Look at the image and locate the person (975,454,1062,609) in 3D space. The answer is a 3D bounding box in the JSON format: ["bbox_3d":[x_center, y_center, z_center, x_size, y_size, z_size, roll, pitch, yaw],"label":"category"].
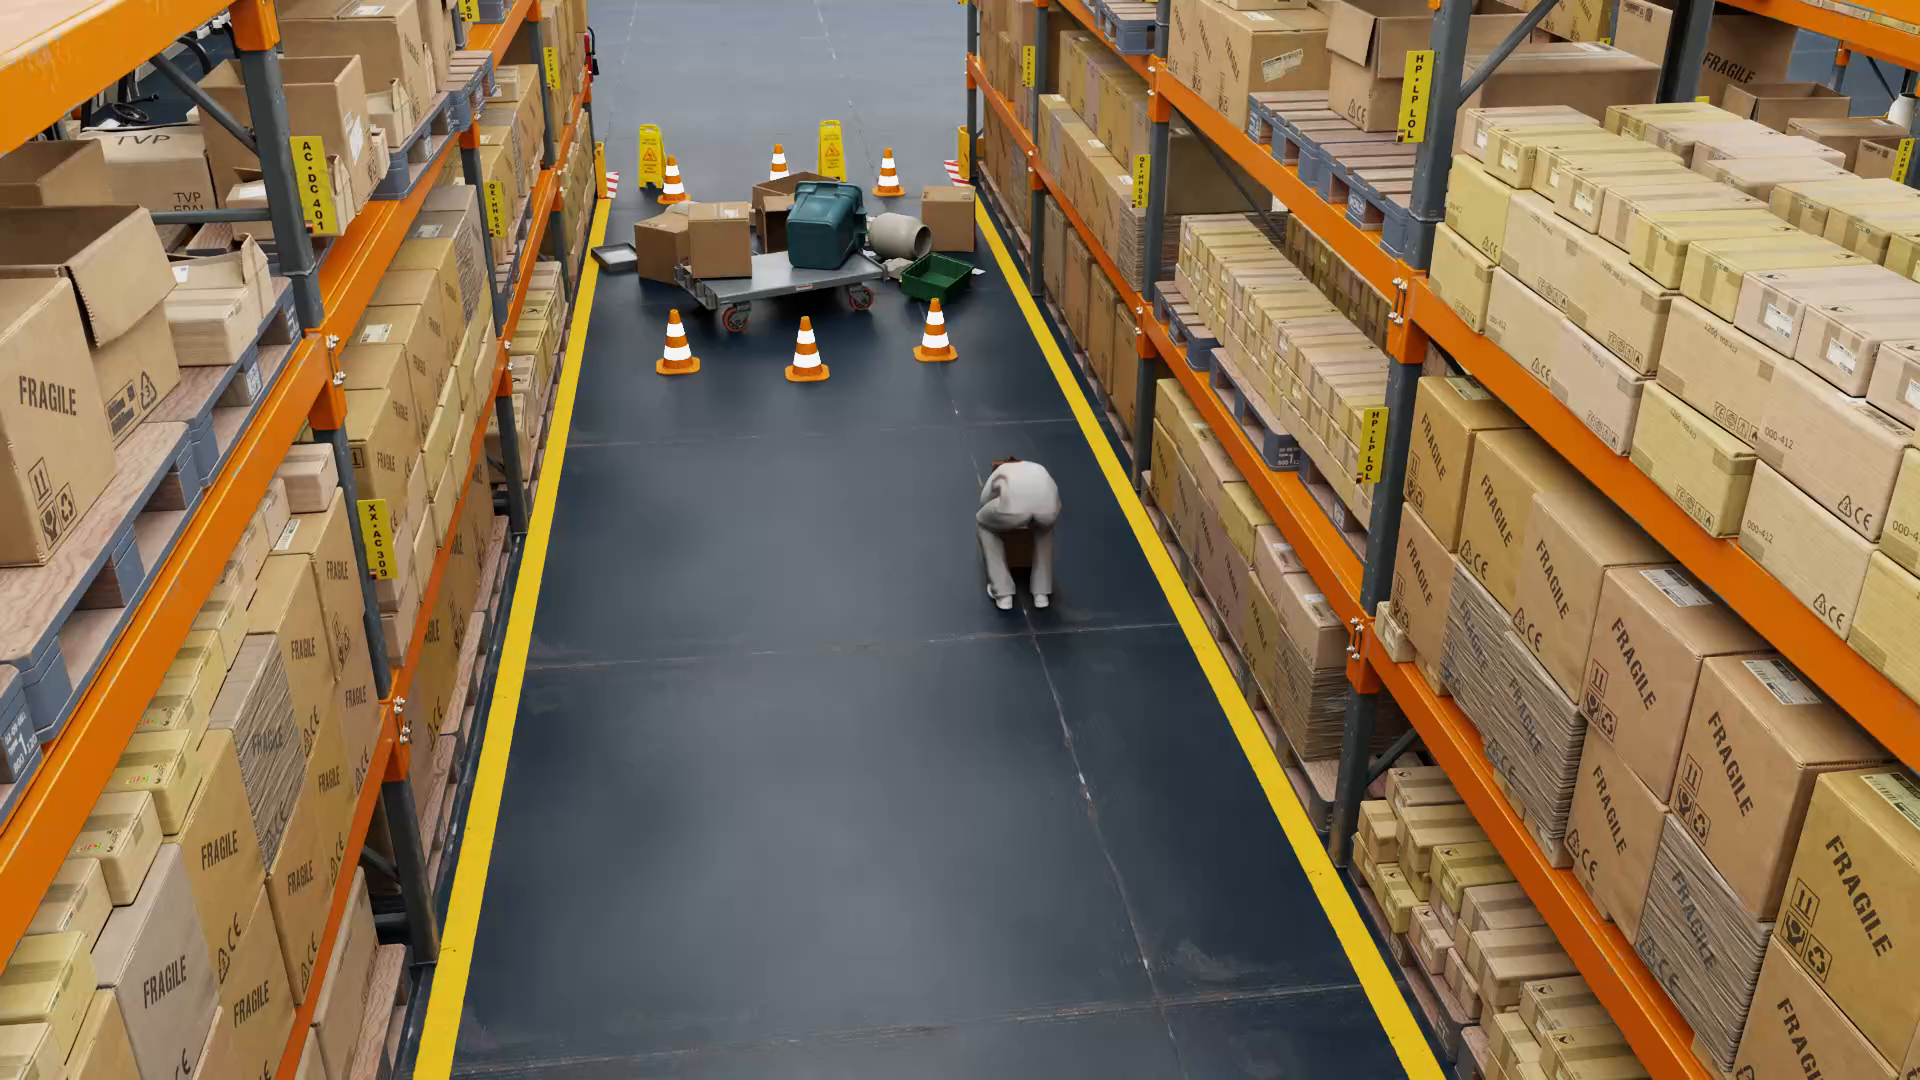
[{"bbox_3d":[0.327,-0.105,9.721,0.476,0.852,0.852,-5,28,-9],"label":"person"}]
